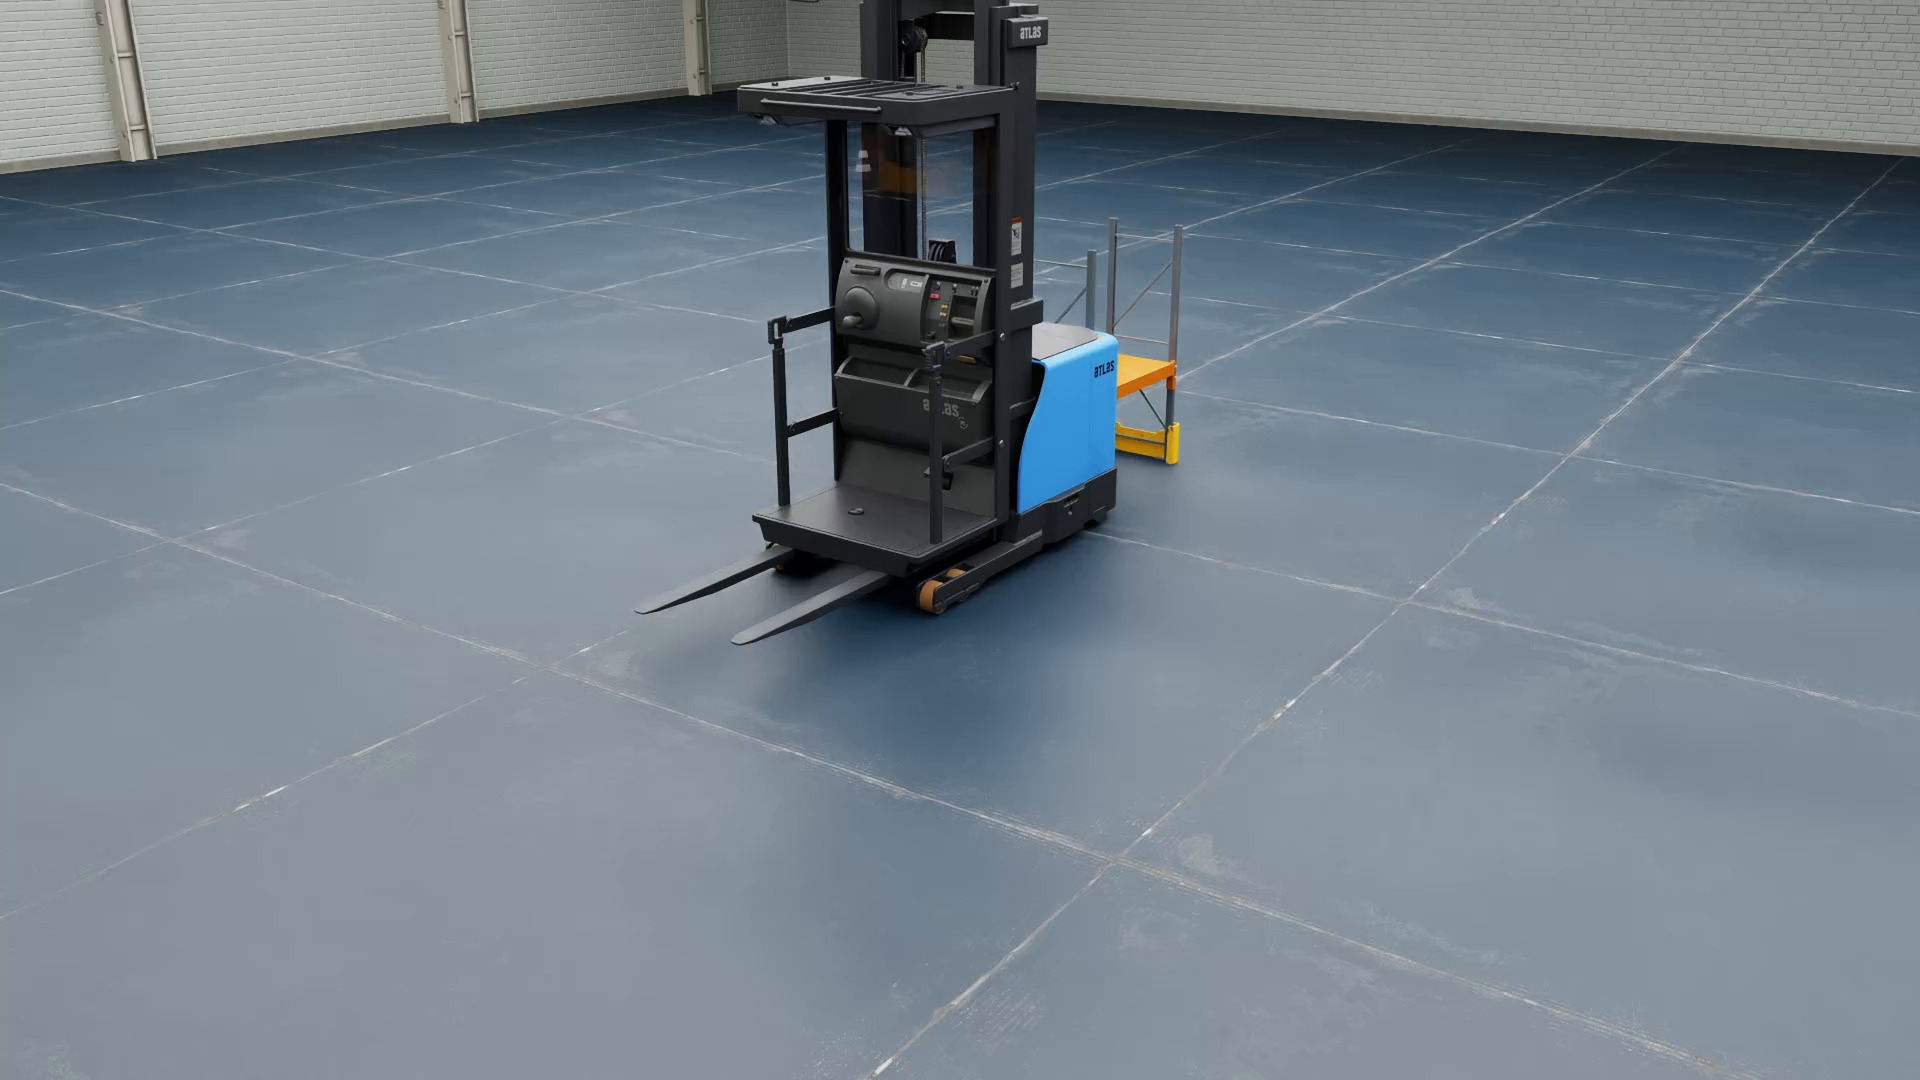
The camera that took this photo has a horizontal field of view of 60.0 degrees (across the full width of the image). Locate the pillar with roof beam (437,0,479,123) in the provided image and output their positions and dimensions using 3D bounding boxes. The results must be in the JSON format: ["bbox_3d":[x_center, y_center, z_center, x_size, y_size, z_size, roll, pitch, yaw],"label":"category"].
[{"bbox_3d":[-5.070,-10.666,25.130,9.100,9.000,0.400,13,24,32],"label":"pillar with roof beam"}]

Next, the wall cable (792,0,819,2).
[{"bbox_3d":[-2.507,-12.358,34.180,3.097,2.526,0.112,13,24,32],"label":"wall cable"}]

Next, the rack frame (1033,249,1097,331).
[{"bbox_3d":[0.555,-0.970,9.726,0.500,1.500,0.032,14,24,33],"label":"rack frame"}]

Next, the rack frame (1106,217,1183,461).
[{"bbox_3d":[1.144,-1.258,10.504,0.500,1.500,0.032,14,24,33],"label":"rack frame"}]

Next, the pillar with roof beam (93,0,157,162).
[{"bbox_3d":[-8.442,-8.945,20.476,9.100,9.000,0.400,13,24,32],"label":"pillar with roof beam"}]

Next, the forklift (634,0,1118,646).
[{"bbox_3d":[-0.367,-1.197,8.275,1.130,2.935,3.031,14,24,33],"label":"forklift"}]

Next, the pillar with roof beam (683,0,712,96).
[{"bbox_3d":[-1.697,-12.388,29.784,9.100,9.000,0.400,13,24,32],"label":"pillar with roof beam"}]

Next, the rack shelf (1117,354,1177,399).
[{"bbox_3d":[0.849,-0.945,10.178,0.538,0.185,1.000,14,24,33],"label":"rack shelf"}]

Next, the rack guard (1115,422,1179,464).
[{"bbox_3d":[1.132,-0.666,10.706,0.587,0.250,0.087,14,24,33],"label":"rack guard"}]

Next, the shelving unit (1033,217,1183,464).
[{"bbox_3d":[0.844,-1.112,10.108,0.587,1.500,1.083,14,24,33],"label":"shelving unit"}]
